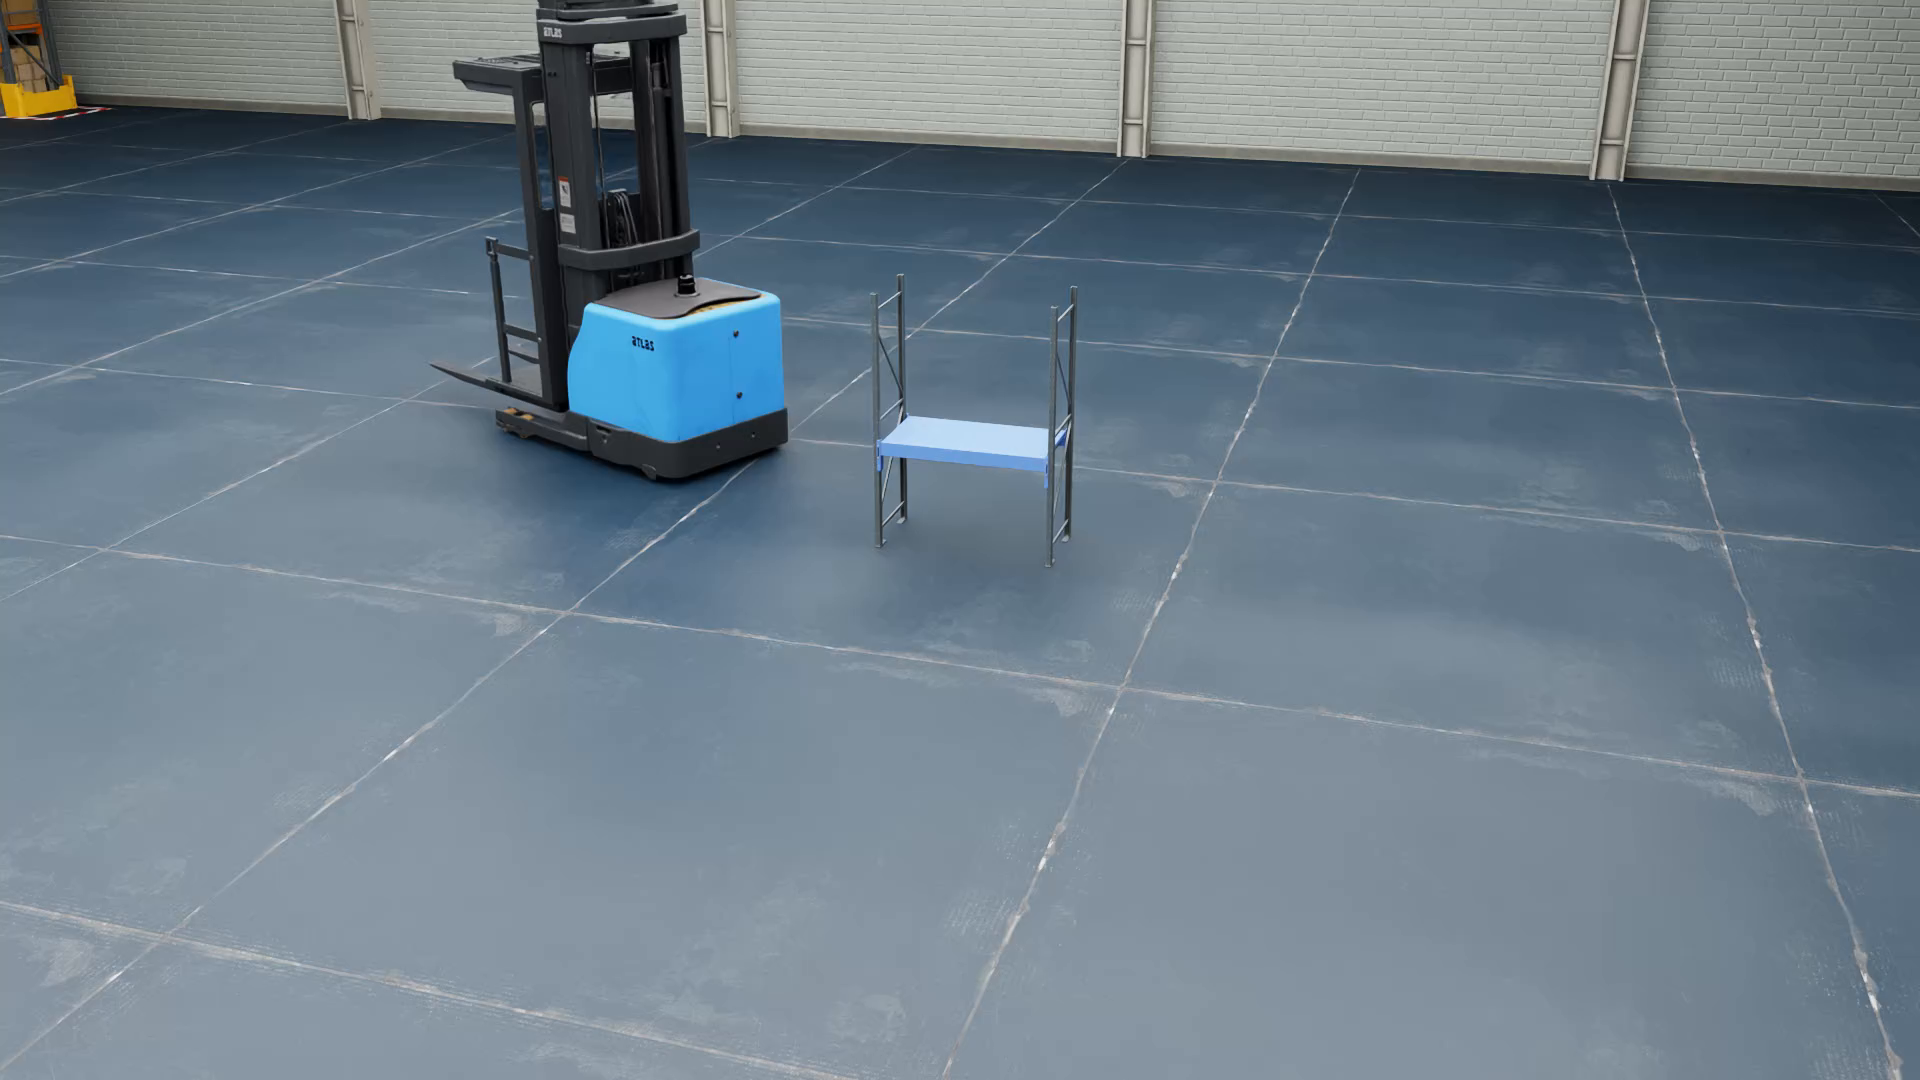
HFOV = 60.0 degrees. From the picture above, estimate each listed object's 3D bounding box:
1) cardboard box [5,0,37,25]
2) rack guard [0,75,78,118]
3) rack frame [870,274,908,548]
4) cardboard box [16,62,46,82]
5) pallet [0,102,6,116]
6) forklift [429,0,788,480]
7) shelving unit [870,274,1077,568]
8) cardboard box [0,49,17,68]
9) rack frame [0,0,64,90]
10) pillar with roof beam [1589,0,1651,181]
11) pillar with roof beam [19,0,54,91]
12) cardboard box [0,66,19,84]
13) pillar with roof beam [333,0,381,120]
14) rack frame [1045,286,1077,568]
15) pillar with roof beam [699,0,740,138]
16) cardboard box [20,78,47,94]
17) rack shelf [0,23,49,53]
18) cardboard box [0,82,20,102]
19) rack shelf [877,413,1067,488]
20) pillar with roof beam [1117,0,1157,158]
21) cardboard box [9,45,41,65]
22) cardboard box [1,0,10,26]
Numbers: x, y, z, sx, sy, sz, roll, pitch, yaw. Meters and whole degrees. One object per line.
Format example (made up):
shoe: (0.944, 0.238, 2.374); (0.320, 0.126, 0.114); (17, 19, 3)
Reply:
cardboard box: (-14.884, -8.340, 26.018); (0.500, 0.500, 0.500); (7, 23, 17)
rack guard: (-14.467, -6.979, 26.126); (0.348, 0.500, 1.175); (7, 23, 16)
rack frame: (-0.405, -0.740, 9.598); (0.032, 1.500, 0.500); (7, 23, 16)
cardboard box: (-14.880, -7.419, 26.315); (0.500, 0.250, 0.500); (7, 23, 16)
pallet: (-15.234, -6.917, 26.355); (1.213, 0.211, 1.003); (7, 23, 16)
forklift: (-2.602, -2.190, 11.246); (3.031, 2.935, 1.130); (18, 29, 37)
shelving unit: (0.082, -0.685, 9.463); (1.048, 1.500, 0.538); (7, 23, 16)
cardboard box: (-15.021, -7.460, 25.757); (0.500, 0.250, 0.500); (7, 23, 17)
rack frame: (-14.490, -8.139, 25.658); (0.127, 3.000, 1.000); (7, 23, 16)
pillar with roof beam: (6.837, -7.123, 15.277); (0.400, 9.000, 9.100); (7, 23, 16)
pillar with roof beam: (-16.140, -9.754, 21.691); (0.400, 9.000, 9.100); (7, 23, 16)
cardboard box: (-15.046, -7.232, 25.859); (0.500, 0.250, 0.500); (6, 23, 15)
pillar with roof beam: (-10.396, -9.096, 20.088); (0.400, 9.000, 9.100); (7, 23, 16)
rack frame: (0.568, -0.629, 9.327); (0.032, 1.500, 0.500); (7, 23, 16)
pillar with roof beam: (-4.651, -8.438, 18.484); (0.400, 9.000, 9.100); (7, 23, 16)
cardboard box: (-14.904, -7.186, 26.405); (0.500, 0.250, 0.500); (7, 23, 16)
rack shelf: (-16.405, -8.025, 26.329); (4.000, 0.370, 1.077); (7, 23, 16)
cardboard box: (-15.031, -6.997, 25.946); (0.500, 0.250, 0.500); (7, 23, 16)
rack shelf: (0.082, -0.518, 9.531); (1.000, 0.185, 0.538); (7, 23, 16)
pillar with roof beam: (1.093, -7.781, 16.881); (0.400, 9.000, 9.100); (7, 23, 16)
cardboard box: (-14.896, -7.645, 26.207); (0.500, 0.250, 0.500); (6, 23, 15)
cardboard box: (-15.037, -8.143, 25.538); (0.500, 0.500, 0.500); (6, 23, 14)
